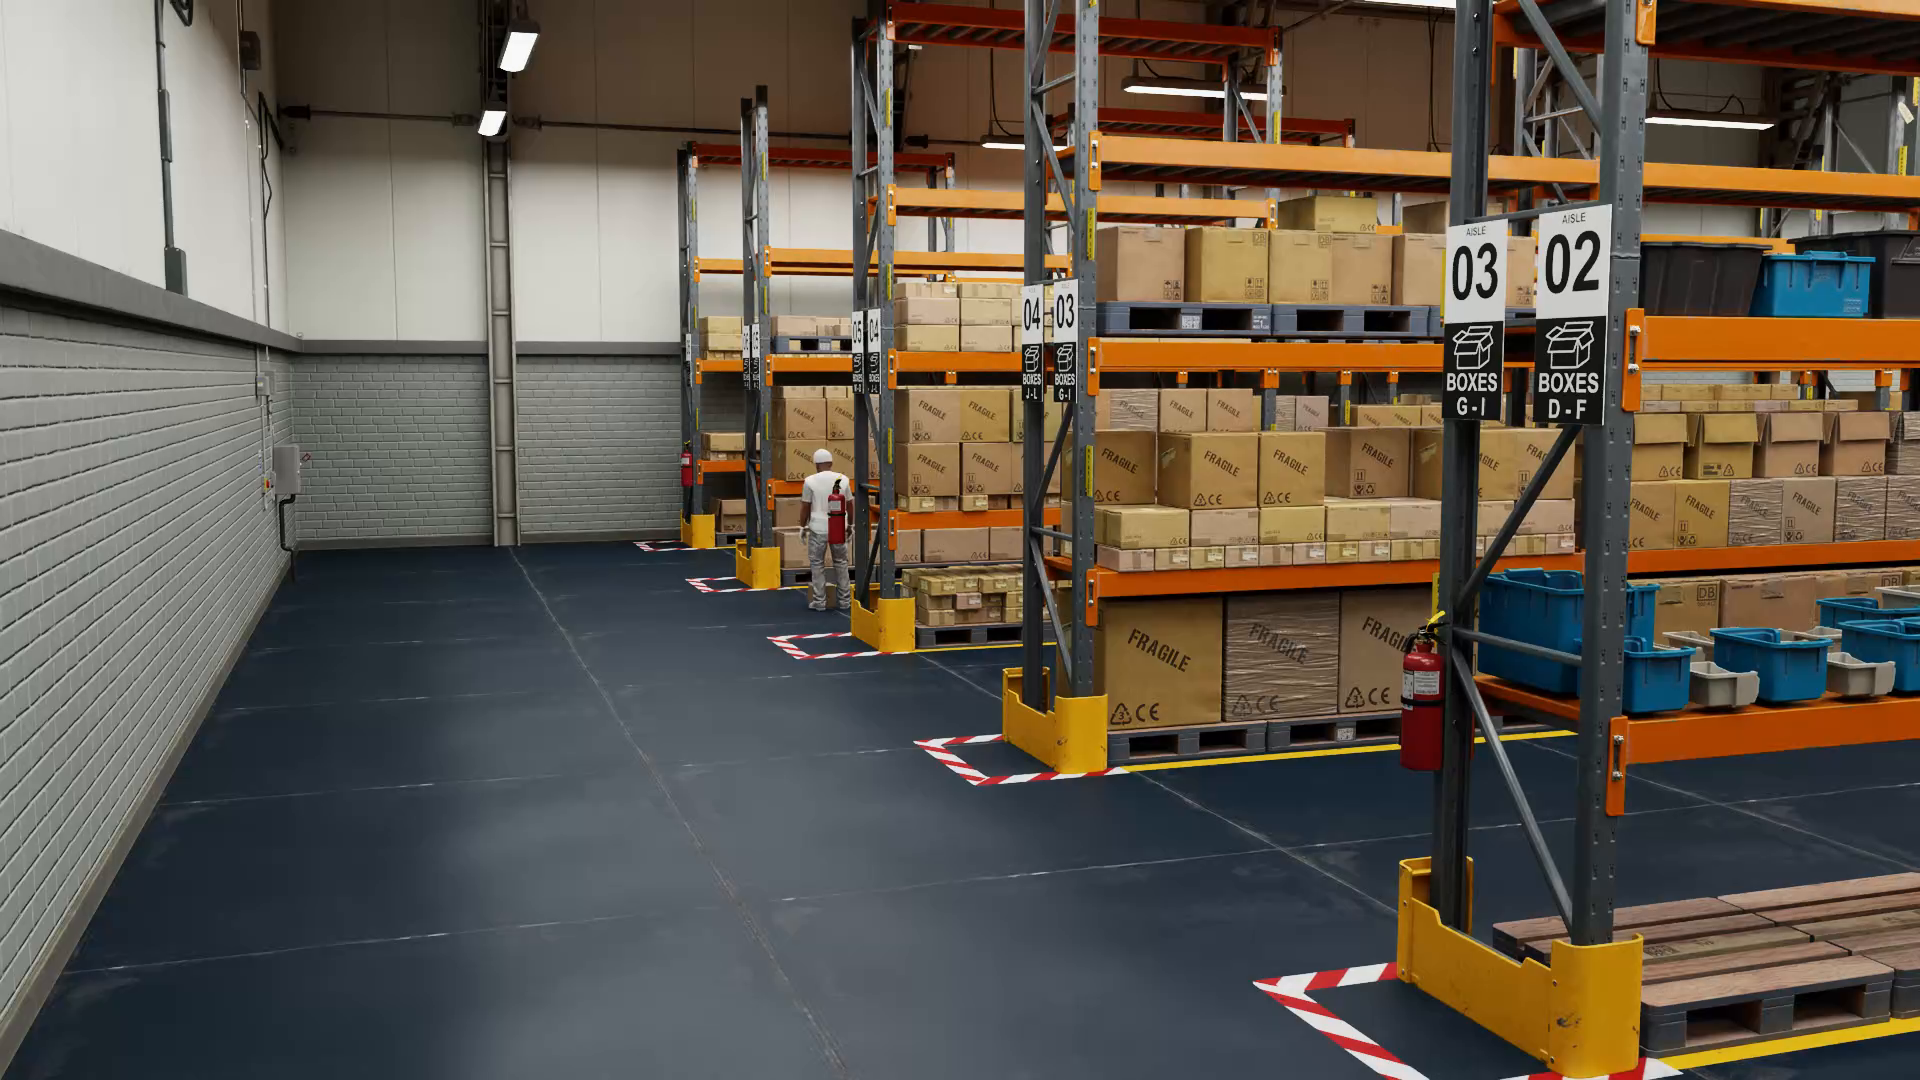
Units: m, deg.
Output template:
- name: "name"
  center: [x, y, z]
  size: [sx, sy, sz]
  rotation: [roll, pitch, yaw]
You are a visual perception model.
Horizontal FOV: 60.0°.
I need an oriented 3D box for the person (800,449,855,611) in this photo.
- name: "person"
  center: [-1.467, -0.114, 18.365]
  size: [0.624, 1.774, 0.454]
  rotation: [-2, 6, -19]
